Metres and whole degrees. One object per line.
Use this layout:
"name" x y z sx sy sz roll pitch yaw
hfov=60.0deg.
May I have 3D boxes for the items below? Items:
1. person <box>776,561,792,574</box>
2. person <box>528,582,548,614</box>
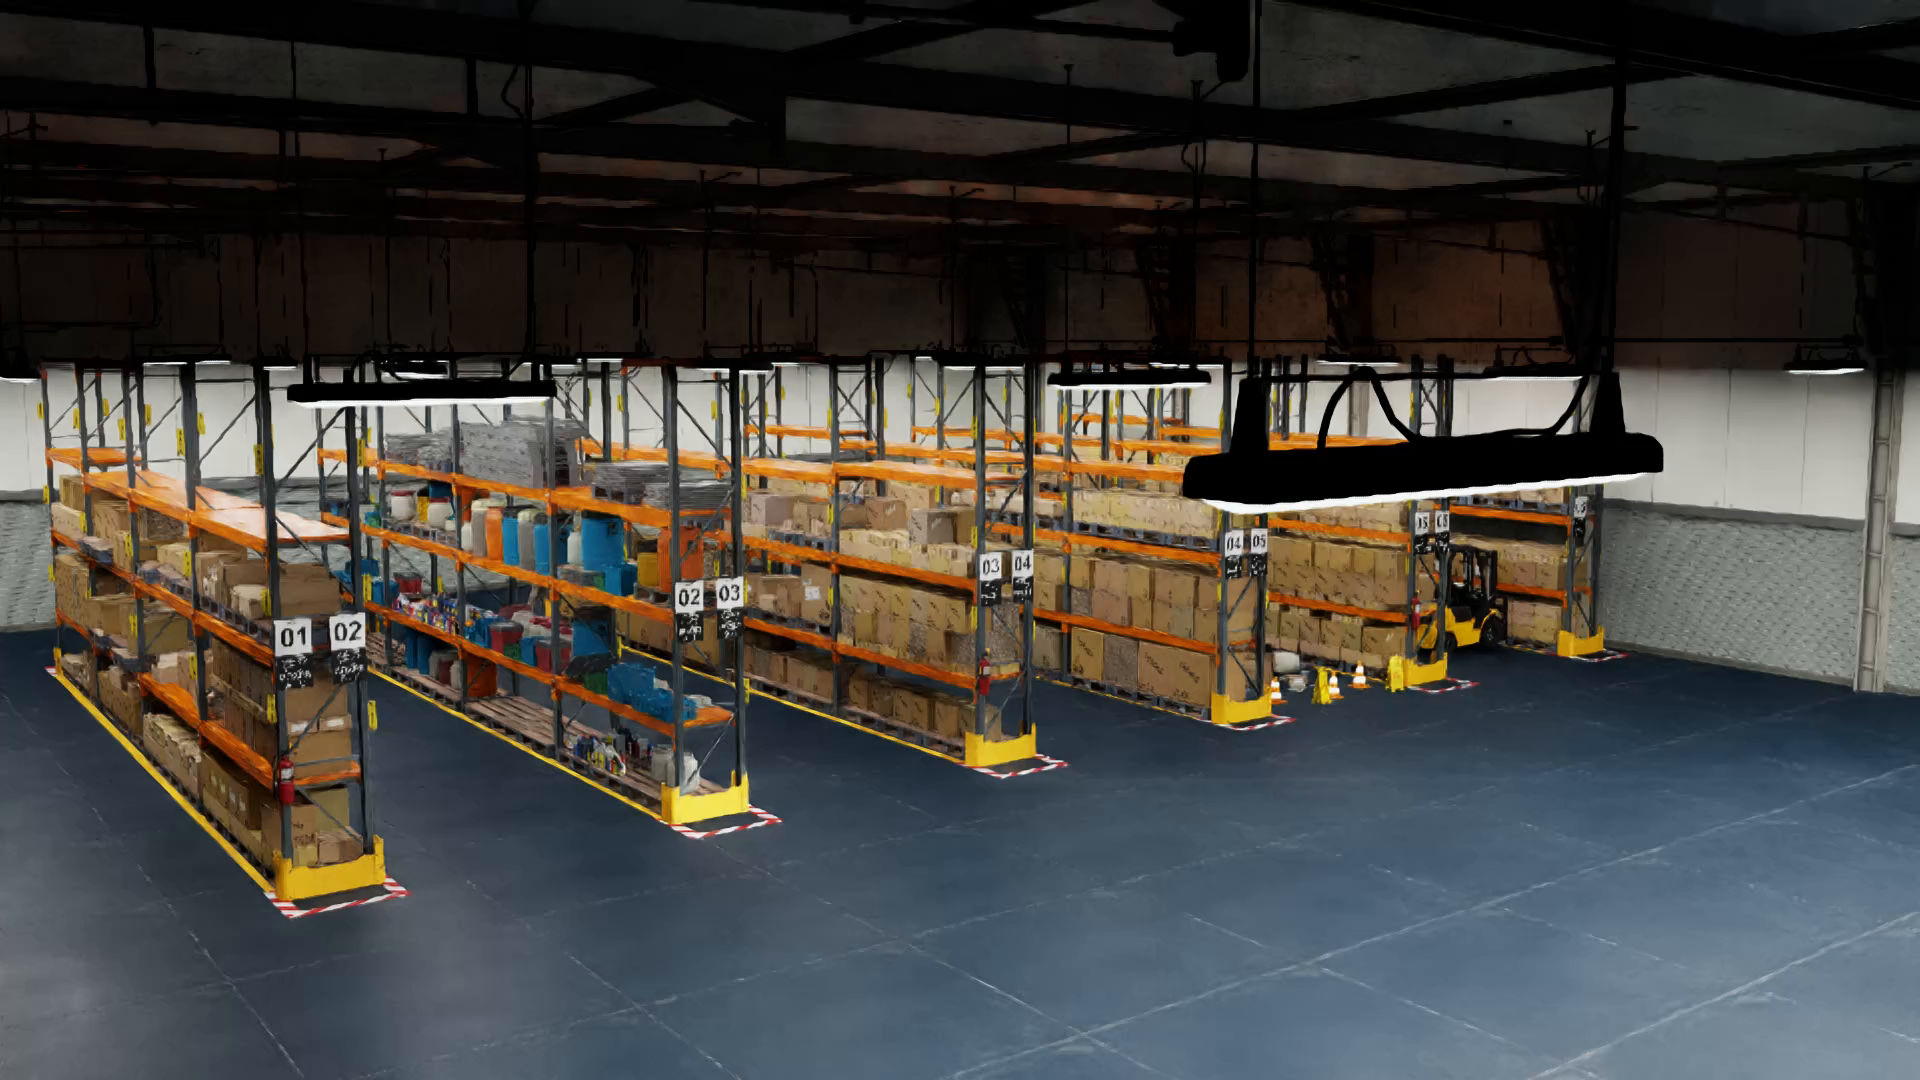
"person" -4.457 0.401 42.008 0.497 1.792 0.611 -7 10 -44
"person" -9.741 0.841 38.556 0.586 1.716 0.769 0 7 -2
